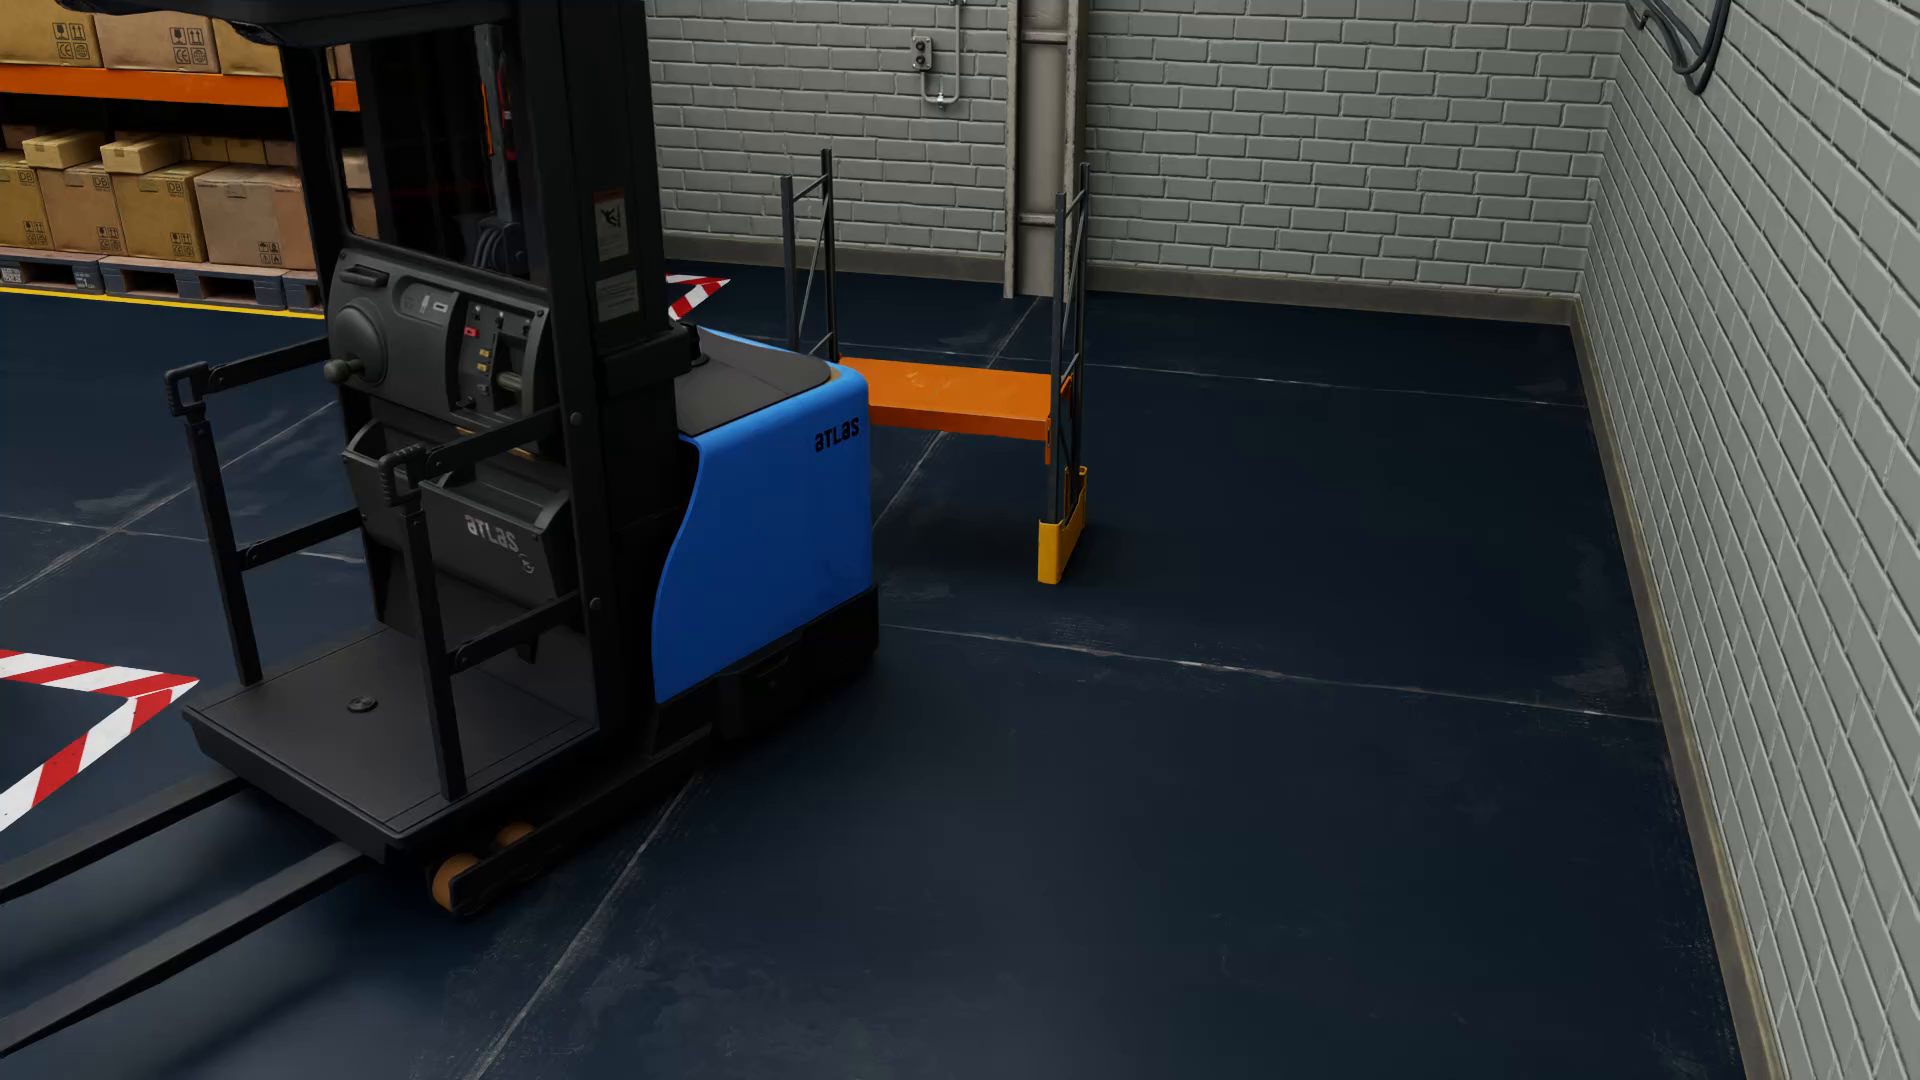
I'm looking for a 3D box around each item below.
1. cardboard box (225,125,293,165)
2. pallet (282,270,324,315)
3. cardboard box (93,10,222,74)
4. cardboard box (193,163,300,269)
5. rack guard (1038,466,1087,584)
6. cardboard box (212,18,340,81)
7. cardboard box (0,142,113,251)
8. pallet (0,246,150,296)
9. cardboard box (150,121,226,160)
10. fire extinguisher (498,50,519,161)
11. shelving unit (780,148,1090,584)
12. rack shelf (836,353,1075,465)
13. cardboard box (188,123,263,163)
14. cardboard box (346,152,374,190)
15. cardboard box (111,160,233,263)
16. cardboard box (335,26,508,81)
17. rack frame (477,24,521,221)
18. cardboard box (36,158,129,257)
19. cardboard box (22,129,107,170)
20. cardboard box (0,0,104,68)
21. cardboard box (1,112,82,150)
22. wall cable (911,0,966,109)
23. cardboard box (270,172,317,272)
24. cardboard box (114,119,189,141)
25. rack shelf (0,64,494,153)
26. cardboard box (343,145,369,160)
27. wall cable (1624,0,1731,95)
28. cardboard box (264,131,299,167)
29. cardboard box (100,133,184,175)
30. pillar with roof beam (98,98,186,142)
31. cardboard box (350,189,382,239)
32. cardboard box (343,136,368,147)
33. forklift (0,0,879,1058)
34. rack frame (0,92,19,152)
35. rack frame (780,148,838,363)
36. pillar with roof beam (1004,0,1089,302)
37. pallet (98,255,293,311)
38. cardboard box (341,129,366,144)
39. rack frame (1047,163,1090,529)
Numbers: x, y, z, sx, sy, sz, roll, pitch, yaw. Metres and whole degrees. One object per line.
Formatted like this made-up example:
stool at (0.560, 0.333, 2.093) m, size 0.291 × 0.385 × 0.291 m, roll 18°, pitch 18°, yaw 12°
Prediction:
cardboard box at (-4.106, -2.336, 9.833) m, size 0.250 × 0.149 × 0.380 m, roll 7°, pitch 26°, yaw 14°
pallet at (-3.139, -1.538, 9.736) m, size 1.213 × 0.211 × 1.003 m, roll 6°, pitch 26°, yaw 13°
cardboard box at (-4.285, -3.089, 9.400) m, size 0.700 × 0.700 × 0.980 m, roll 5°, pitch 26°, yaw 10°
cardboard box at (-4.020, -1.946, 9.767) m, size 0.500 × 0.500 × 0.700 m, roll 5°, pitch 26°, yaw 11°
rack guard at (0.408, -0.068, 6.601) m, size 0.087 × 0.250 × 0.587 m, roll 6°, pitch 26°, yaw 13°
cardboard box at (-3.549, -3.004, 9.220) m, size 0.700 × 0.700 × 0.980 m, roll 6°, pitch 26°, yaw 13°
cardboard box at (-5.521, -2.111, 10.114) m, size 0.500 × 0.500 × 0.700 m, roll 7°, pitch 26°, yaw 14°
pallet at (-5.502, -1.800, 10.284) m, size 1.213 × 0.211 × 1.003 m, roll 6°, pitch 26°, yaw 13°
cardboard box at (-4.601, -2.391, 9.948) m, size 0.250 × 0.149 × 0.380 m, roll 7°, pitch 26°, yaw 14°
fire extinguisher at (-2.314, -2.333, 8.684) m, size 0.183 × 0.674 × 0.296 m, roll 6°, pitch 26°, yaw 13°
shelving unit at (-0.074, -0.685, 6.445) m, size 1.083 × 1.500 × 0.587 m, roll 6°, pitch 26°, yaw 13°
rack shelf at (-0.083, -0.524, 6.524) m, size 1.000 × 0.185 × 0.538 m, roll 6°, pitch 26°, yaw 13°
cardboard box at (-4.351, -2.364, 9.890) m, size 0.250 × 0.149 × 0.380 m, roll 6°, pitch 26°, yaw 12°
cardboard box at (-3.218, -2.069, 9.272) m, size 0.250 × 0.149 × 0.380 m, roll 6°, pitch 26°, yaw 12°
cardboard box at (-4.538, -2.000, 9.880) m, size 0.500 × 0.500 × 0.700 m, roll 7°, pitch 26°, yaw 14°
cardboard box at (-2.842, -2.930, 9.066) m, size 0.700 × 0.700 × 0.980 m, roll 8°, pitch 26°, yaw 15°
rack frame at (-2.345, -2.744, 9.025) m, size 0.127 × 3.000 × 1.000 m, roll 6°, pitch 26°, yaw 13°
cardboard box at (-5.035, -2.056, 9.998) m, size 0.500 × 0.500 × 0.700 m, roll 6°, pitch 26°, yaw 12°
cardboard box at (-5.234, -2.291, 9.738) m, size 0.250 × 0.149 × 0.380 m, roll 7°, pitch 26°, yaw 15°
cardboard box at (-4.992, -3.163, 9.555) m, size 0.700 × 0.700 × 0.980 m, roll 6°, pitch 26°, yaw 12°
cardboard box at (-5.612, -2.502, 10.181) m, size 0.250 × 0.149 × 0.380 m, roll 6°, pitch 26°, yaw 13°
wall cable at (-0.870, -3.460, 9.346) m, size 1.851 × 1.984 × 0.084 m, roll 6°, pitch 26°, yaw 13°
cardboard box at (-3.533, -1.892, 9.654) m, size 0.500 × 0.500 × 0.700 m, roll 6°, pitch 26°, yaw 13°
cardboard box at (-4.845, -2.418, 10.005) m, size 0.250 × 0.149 × 0.380 m, roll 5°, pitch 26°, yaw 11°
rack shelf at (-4.282, -2.634, 9.629) m, size 4.000 × 0.370 × 1.077 m, roll 6°, pitch 26°, yaw 13°
cardboard box at (-3.466, -2.097, 9.329) m, size 0.250 × 0.149 × 0.380 m, roll 7°, pitch 26°, yaw 14°
wall cable at (3.043, -3.297, 6.819) m, size 0.112 × 2.526 × 3.097 m, roll 6°, pitch 26°, yaw 13°
cardboard box at (-3.857, -2.309, 9.776) m, size 0.250 × 0.149 × 0.380 m, roll 7°, pitch 26°, yaw 14°
cardboard box at (-4.729, -2.235, 9.621) m, size 0.250 × 0.149 × 0.380 m, roll 6°, pitch 26°, yaw 12°
pillar with roof beam at (-6.398, -4.374, 5.469) m, size 0.400 × 9.000 × 9.100 m, roll 6°, pitch 26°, yaw 13°
cardboard box at (-3.048, -1.839, 9.542) m, size 0.500 × 0.500 × 0.700 m, roll 6°, pitch 26°, yaw 13°
cardboard box at (-3.368, -2.255, 9.663) m, size 0.250 × 0.149 × 0.380 m, roll 6°, pitch 26°, yaw 13°
forklift at (-1.584, -0.531, 4.455) m, size 1.130 × 2.935 × 3.031 m, roll 18°, pitch 31°, yaw 34°
rack frame at (-6.219, -3.173, 9.924) m, size 0.127 × 3.000 × 1.000 m, roll 6°, pitch 26°, yaw 13°
rack frame at (-0.575, -0.741, 6.561) m, size 0.032 × 1.500 × 0.500 m, roll 6°, pitch 26°, yaw 13°
pillar with roof beam at (-0.587, -3.732, 4.120) m, size 0.400 × 9.000 × 9.100 m, roll 6°, pitch 26°, yaw 13°
pallet at (-4.317, -1.670, 10.012) m, size 1.213 × 0.211 × 1.003 m, roll 6°, pitch 26°, yaw 13°
cardboard box at (-3.610, -2.282, 9.719) m, size 0.250 × 0.149 × 0.380 m, roll 7°, pitch 26°, yaw 13°
rack frame at (0.410, -0.632, 6.332) m, size 0.032 × 1.500 × 0.500 m, roll 6°, pitch 26°, yaw 13°
